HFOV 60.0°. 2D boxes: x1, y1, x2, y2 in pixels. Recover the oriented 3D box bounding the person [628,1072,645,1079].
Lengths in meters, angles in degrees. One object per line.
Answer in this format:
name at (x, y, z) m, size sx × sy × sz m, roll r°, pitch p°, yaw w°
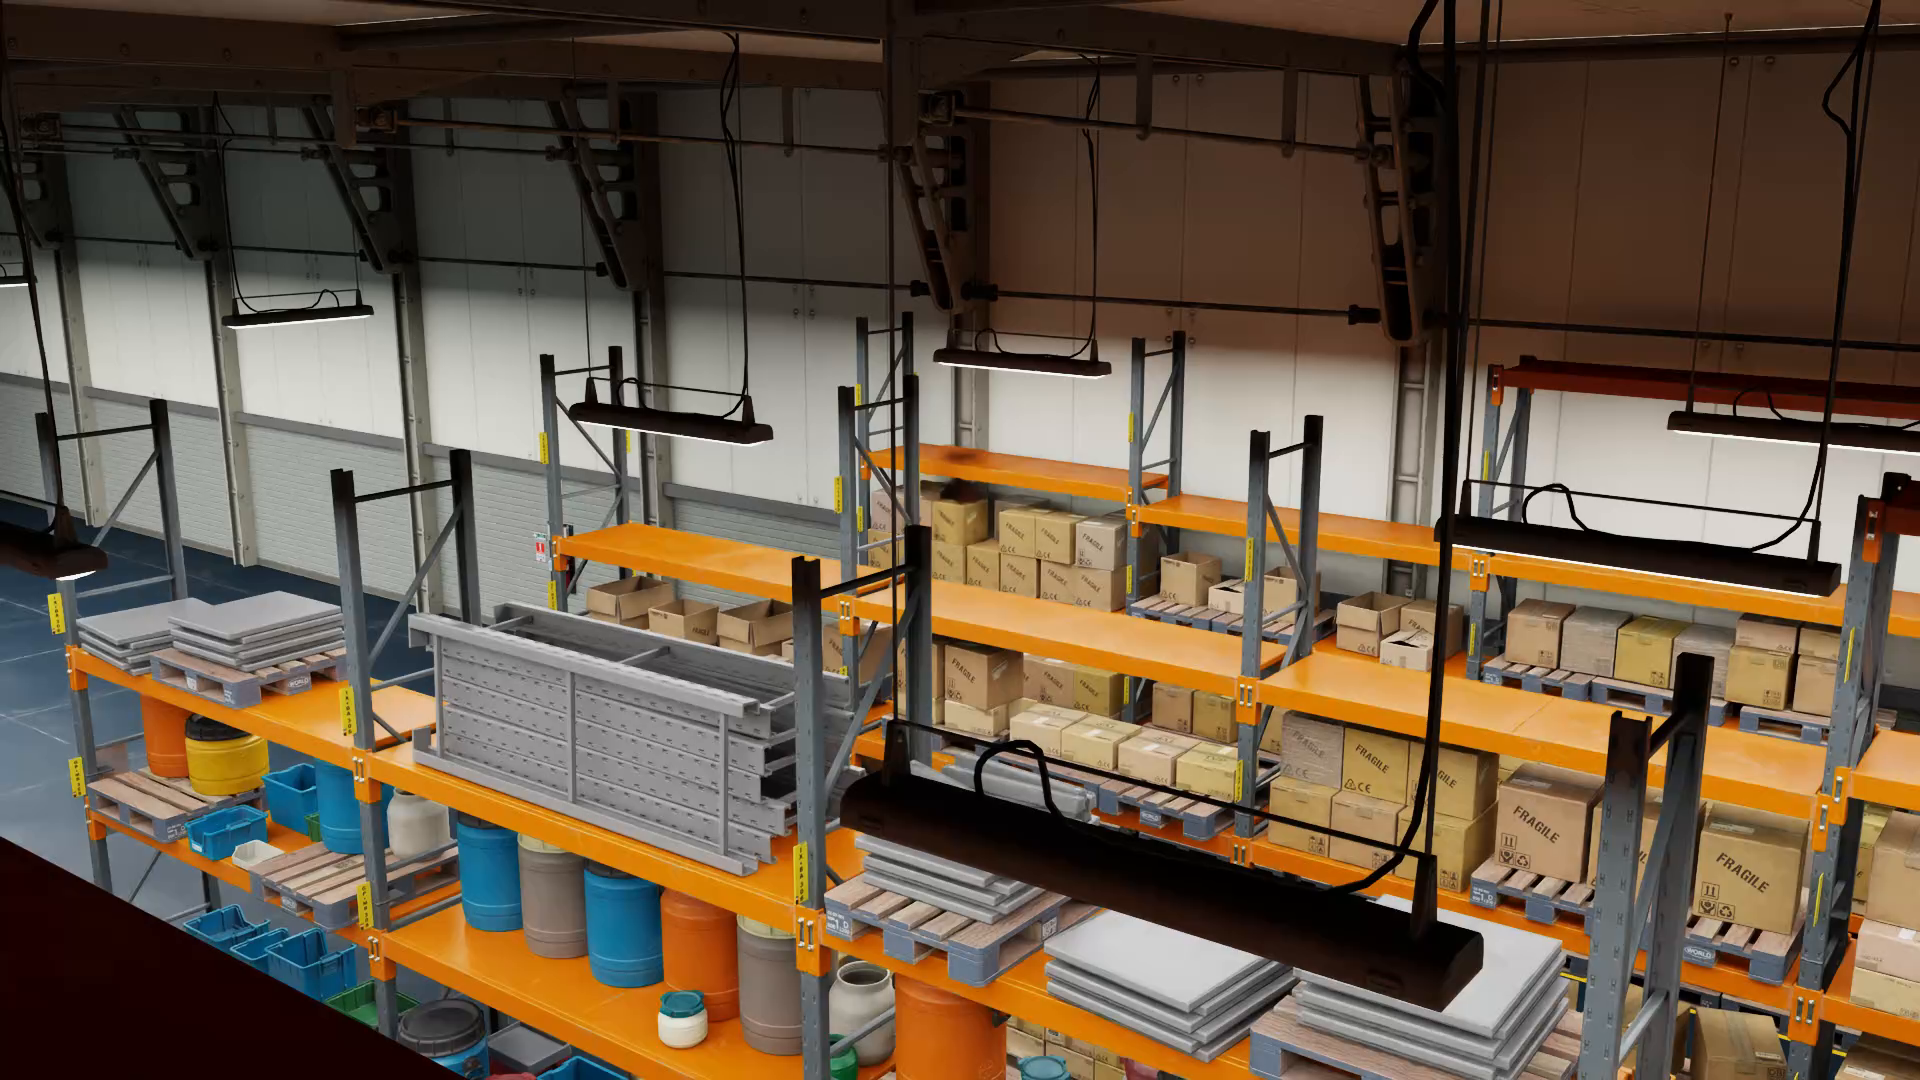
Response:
person at (-2.430, 4.233, 13.215) m, size 0.569 × 1.718 × 0.976 m, roll -3°, pitch 13°, yaw -12°
